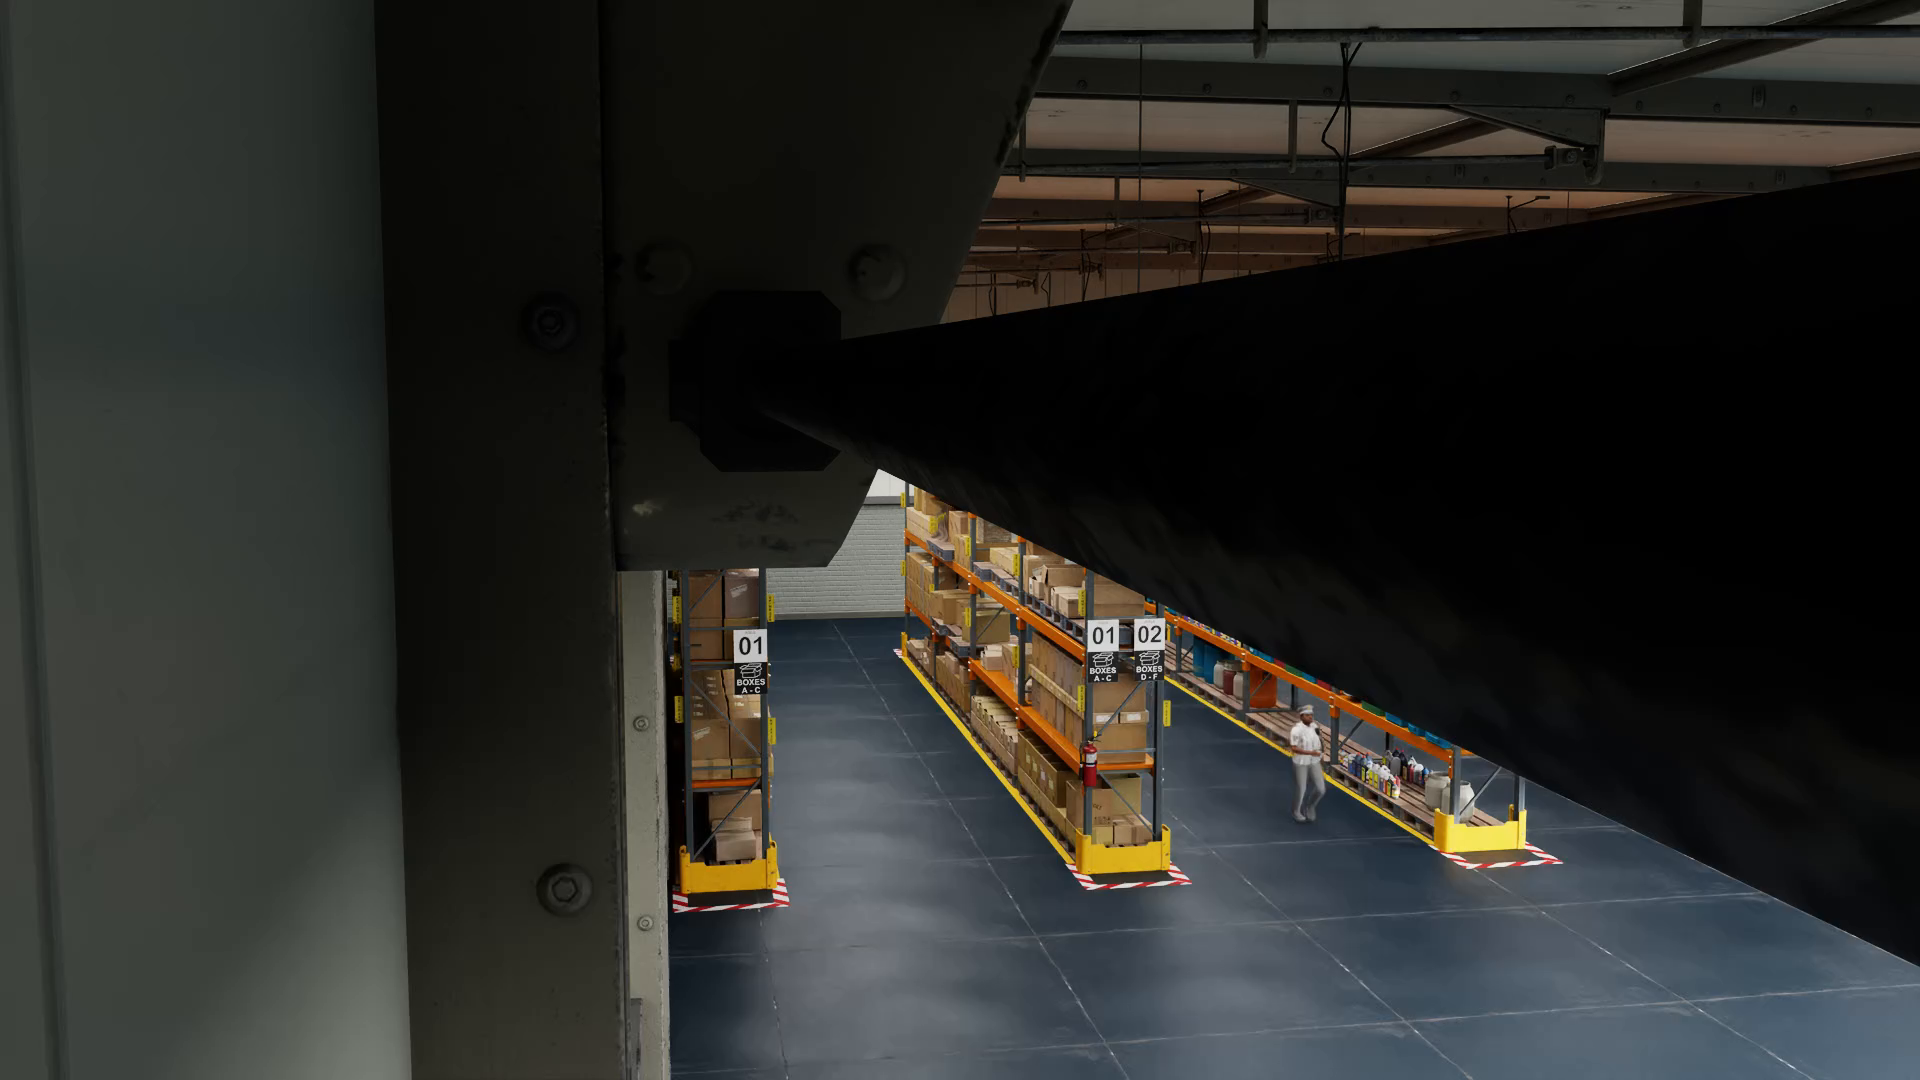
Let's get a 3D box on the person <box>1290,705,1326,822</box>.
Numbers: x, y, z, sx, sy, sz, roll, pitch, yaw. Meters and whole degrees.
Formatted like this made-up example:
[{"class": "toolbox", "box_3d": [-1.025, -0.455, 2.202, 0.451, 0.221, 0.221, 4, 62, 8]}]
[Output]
[{"class": "person", "box_3d": [4.835, 3.100, 23.052, 0.549, 1.671, 0.649, -2, 6, -18]}]
